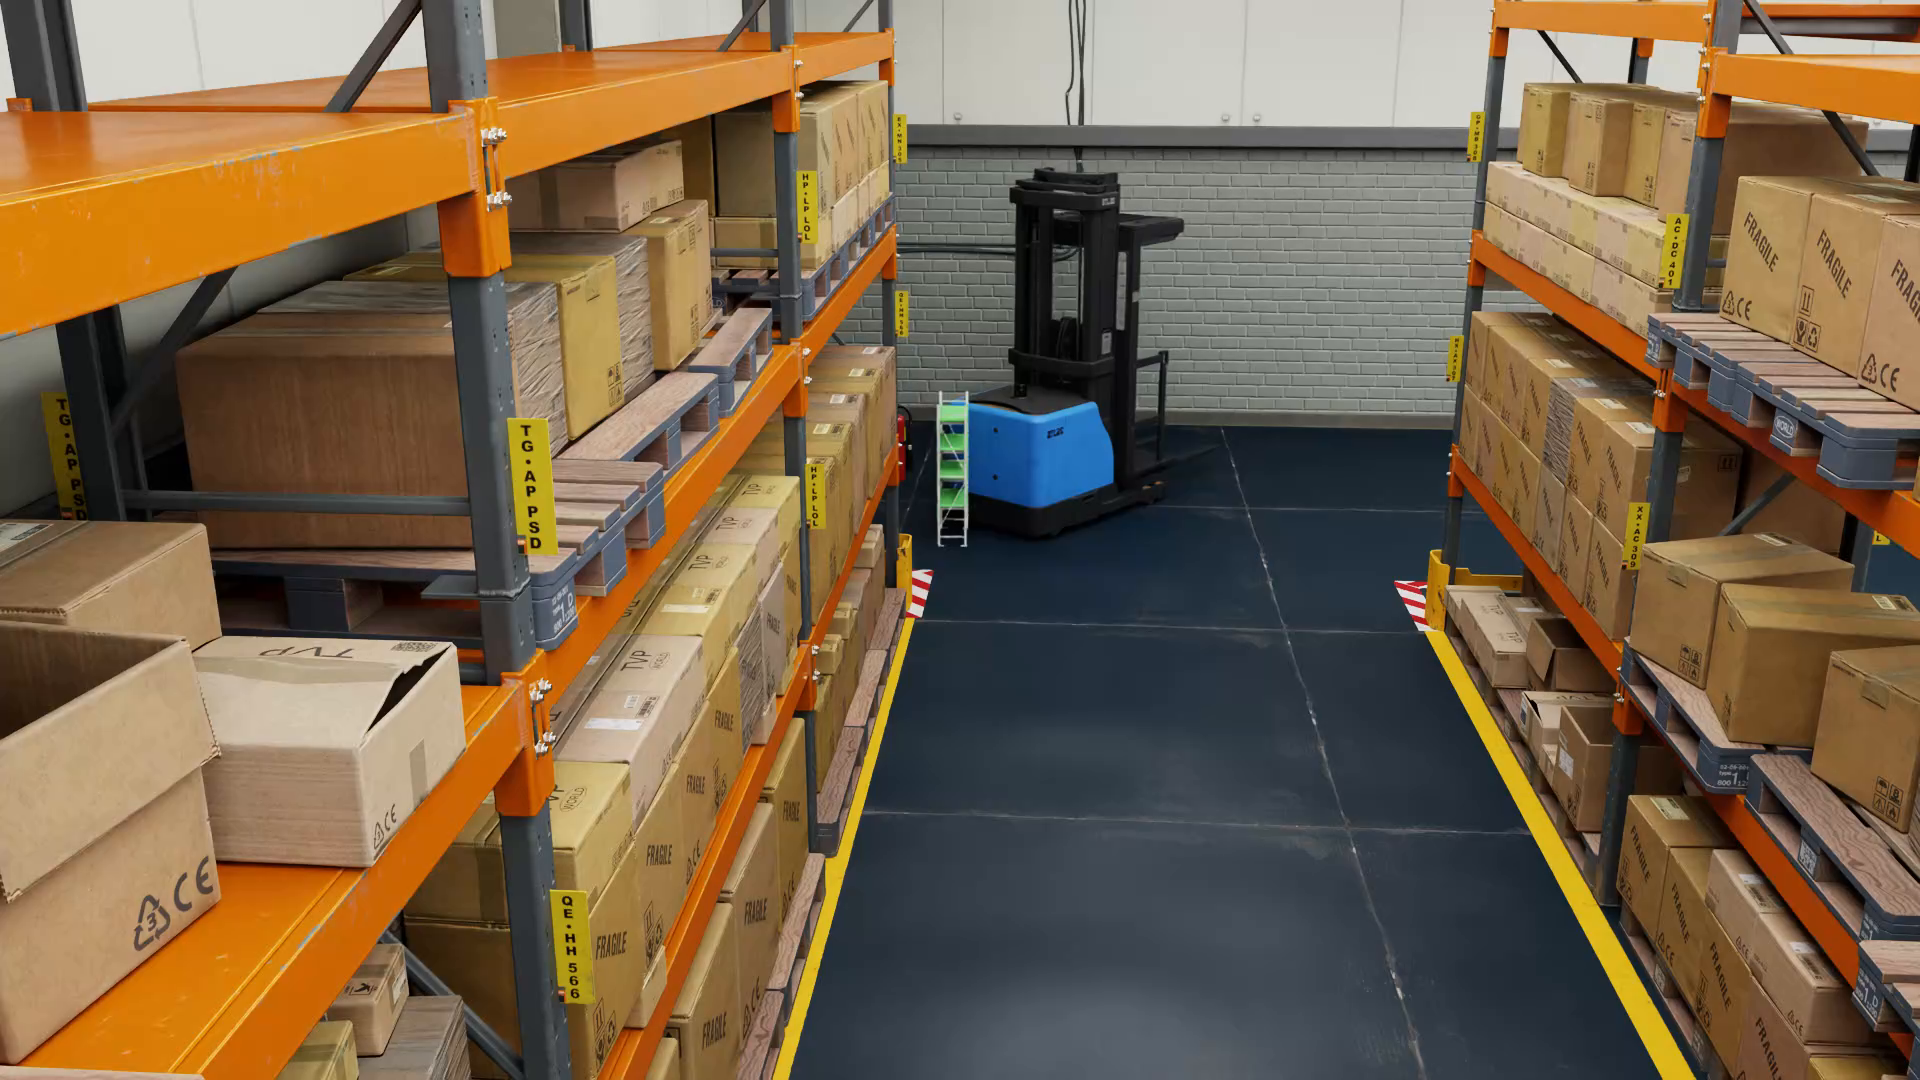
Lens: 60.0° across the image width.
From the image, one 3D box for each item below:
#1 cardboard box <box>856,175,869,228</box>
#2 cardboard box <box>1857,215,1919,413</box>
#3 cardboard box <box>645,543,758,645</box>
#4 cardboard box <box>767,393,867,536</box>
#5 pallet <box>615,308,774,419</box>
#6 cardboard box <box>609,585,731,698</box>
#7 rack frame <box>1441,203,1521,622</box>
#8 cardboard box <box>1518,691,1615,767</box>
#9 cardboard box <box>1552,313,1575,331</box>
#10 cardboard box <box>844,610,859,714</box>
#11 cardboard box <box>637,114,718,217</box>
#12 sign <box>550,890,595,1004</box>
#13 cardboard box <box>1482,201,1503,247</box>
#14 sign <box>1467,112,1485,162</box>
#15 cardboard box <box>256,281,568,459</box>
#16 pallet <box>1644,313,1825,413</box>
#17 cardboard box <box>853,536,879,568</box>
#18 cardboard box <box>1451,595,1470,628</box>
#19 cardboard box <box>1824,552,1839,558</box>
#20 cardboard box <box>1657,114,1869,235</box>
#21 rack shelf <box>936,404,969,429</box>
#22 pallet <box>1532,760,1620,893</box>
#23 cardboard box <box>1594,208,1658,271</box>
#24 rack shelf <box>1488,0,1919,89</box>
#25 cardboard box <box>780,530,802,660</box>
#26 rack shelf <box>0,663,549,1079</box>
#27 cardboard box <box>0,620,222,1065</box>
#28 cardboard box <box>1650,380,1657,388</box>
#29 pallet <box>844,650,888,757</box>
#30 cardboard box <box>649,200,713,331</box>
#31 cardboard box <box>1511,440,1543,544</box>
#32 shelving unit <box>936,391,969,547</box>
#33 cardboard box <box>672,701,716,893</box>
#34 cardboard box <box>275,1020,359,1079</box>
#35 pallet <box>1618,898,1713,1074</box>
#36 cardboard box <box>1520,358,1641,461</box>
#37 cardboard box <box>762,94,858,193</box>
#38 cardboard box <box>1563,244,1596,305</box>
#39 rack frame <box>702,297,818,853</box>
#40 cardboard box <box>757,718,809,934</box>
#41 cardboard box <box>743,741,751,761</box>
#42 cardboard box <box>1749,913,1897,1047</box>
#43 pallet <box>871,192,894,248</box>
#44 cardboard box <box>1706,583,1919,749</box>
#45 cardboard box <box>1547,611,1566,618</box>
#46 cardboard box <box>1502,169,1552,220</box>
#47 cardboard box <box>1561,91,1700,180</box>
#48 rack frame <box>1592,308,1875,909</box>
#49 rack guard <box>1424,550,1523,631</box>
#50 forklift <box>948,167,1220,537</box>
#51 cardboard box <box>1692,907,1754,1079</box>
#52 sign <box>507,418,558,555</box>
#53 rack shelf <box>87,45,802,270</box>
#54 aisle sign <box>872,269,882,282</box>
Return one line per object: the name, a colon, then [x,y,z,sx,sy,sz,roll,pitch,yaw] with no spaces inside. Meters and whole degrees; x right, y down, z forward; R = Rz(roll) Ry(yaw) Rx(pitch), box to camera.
cardboard box: [-0.810,-1.992,9.772,0.500,0.250,0.500,1,18,2]
cardboard box: [3.498,-0.746,5.570,0.600,0.600,0.600,1,18,2]
cardboard box: [-1.102,0.208,6.595,0.500,0.250,0.500,2,18,5]
cardboard box: [-1.085,-0.468,10.053,0.980,0.700,0.700,0,18,1]
pallet: [-1.257,-0.753,6.895,0.805,0.209,1.217,1,18,2]
cardboard box: [-1.137,0.367,6.112,0.500,0.250,0.500,1,18,3]
rack frame: [3.988,-0.838,11.662,1.000,3.000,0.127,1,18,4]
cardboard box: [3.513,1.057,9.491,0.500,0.311,0.500,1,18,4]
cardboard box: [4.230,-1.216,11.050,0.500,0.500,0.500,1,18,3]
cardboard box: [-1.006,0.738,10.193,0.700,0.500,0.500,2,18,5]
cardboard box: [-1.423,-1.885,8.241,0.500,0.500,0.500,1,18,3]
sign: [-0.985,1.034,4.217,0.100,0.325,0.005,1,18,4]
cardboard box: [3.697,-2.038,10.749,0.500,0.250,0.500,1,18,4]
sign: [3.446,-2.691,11.096,0.100,0.325,0.005,1,18,4]
cardboard box: [-1.564,-0.462,4.832,0.700,0.500,0.500,0,18,1]
pallet: [3.584,-0.731,6.820,1.213,0.211,1.003,1,18,4]
cardboard box: [-0.749,0.076,11.172,0.380,0.149,0.250,2,18,5]
cardboard box: [3.597,0.500,11.424,0.380,0.166,0.250,1,18,4]
cardboard box: [4.009,0.205,8.320,0.500,0.500,0.500,2,18,5]
cardboard box: [3.698,-1.695,7.696,0.700,0.500,0.500,1,18,4]
rack shelf: [-0.059,-0.987,13.671,0.258,0.148,0.480,0,18,1]
pallet: [3.751,1.517,8.956,1.003,0.211,1.213,1,18,4]
cardboard box: [3.504,-1.499,8.302,0.500,0.250,0.500,1,18,4]
rack shelf: [3.844,-2.724,8.945,1.077,0.370,4.000,1,18,4]
cardboard box: [-1.022,0.246,7.685,0.500,0.500,0.500,1,18,3]
rack shelf: [-1.670,1.075,2.163,1.077,0.370,4.000,1,18,4]
cardboard box: [-1.712,0.454,2.705,0.797,0.503,0.637,4,19,12]
cardboard box: [4.089,-0.578,9.103,0.500,0.500,0.500,1,18,2]
pallet: [-1.023,1.006,10.514,1.003,0.211,1.213,1,18,4]
cardboard box: [-1.413,-1.116,6.827,0.700,0.500,0.500,0,18,1]
cardboard box: [3.585,-0.282,9.805,0.500,0.500,0.500,2,18,5]
shelving unit: [-0.059,-0.591,13.801,0.258,1.200,0.503,0,18,1]
cardboard box: [-1.154,0.877,5.757,0.500,0.500,0.500,1,18,4]
cardboard box: [-1.530,1.181,3.593,0.380,0.149,0.250,-2,18,-5]
pallet: [3.680,1.983,7.532,1.003,0.211,1.213,1,18,4]
cardboard box: [3.587,-0.753,9.637,0.500,0.500,0.500,1,18,3]
cardboard box: [-0.849,-2.191,9.176,0.500,0.500,0.500,1,18,4]
cardboard box: [3.544,-1.417,8.854,0.500,0.250,0.500,1,18,4]
rack frame: [-1.240,0.295,8.205,1.000,3.000,0.127,1,18,4]
cardboard box: [-1.157,1.322,7.849,0.750,0.750,0.750,1,18,5]
cardboard box: [-1.084,0.833,6.936,0.380,0.149,0.250,1,18,4]
cardboard box: [3.316,1.638,6.210,0.500,0.250,0.500,1,18,3]
pallet: [-0.996,-2.100,10.839,1.003,0.211,1.213,1,18,4]
cardboard box: [3.458,0.515,6.700,0.700,0.500,0.500,4,19,13]
cardboard box: [4.076,0.598,11.125,0.380,0.166,0.250,1,18,4]
cardboard box: [3.648,-2.121,10.198,0.500,0.250,0.500,1,18,4]
cardboard box: [3.918,-2.315,9.587,0.700,0.500,0.500,1,18,4]
rack frame: [3.701,0.405,7.871,1.000,3.000,0.127,1,18,4]
rack guard: [3.982,0.374,11.979,1.175,0.500,0.348,1,18,4]
forklift: [1.248,-1.806,14.727,1.130,2.935,3.031,15,24,39]
cardboard box: [3.353,1.849,6.770,0.500,0.500,0.500,2,18,5]
sign: [-0.986,-0.121,3.827,0.100,0.325,0.005,1,18,4]
rack shelf: [-1.384,-1.403,5.549,1.077,0.370,4.000,1,18,4]
aisle sign: [-0.649,-2.198,11.639,0.394,0.787,0.004,1,18,4]
